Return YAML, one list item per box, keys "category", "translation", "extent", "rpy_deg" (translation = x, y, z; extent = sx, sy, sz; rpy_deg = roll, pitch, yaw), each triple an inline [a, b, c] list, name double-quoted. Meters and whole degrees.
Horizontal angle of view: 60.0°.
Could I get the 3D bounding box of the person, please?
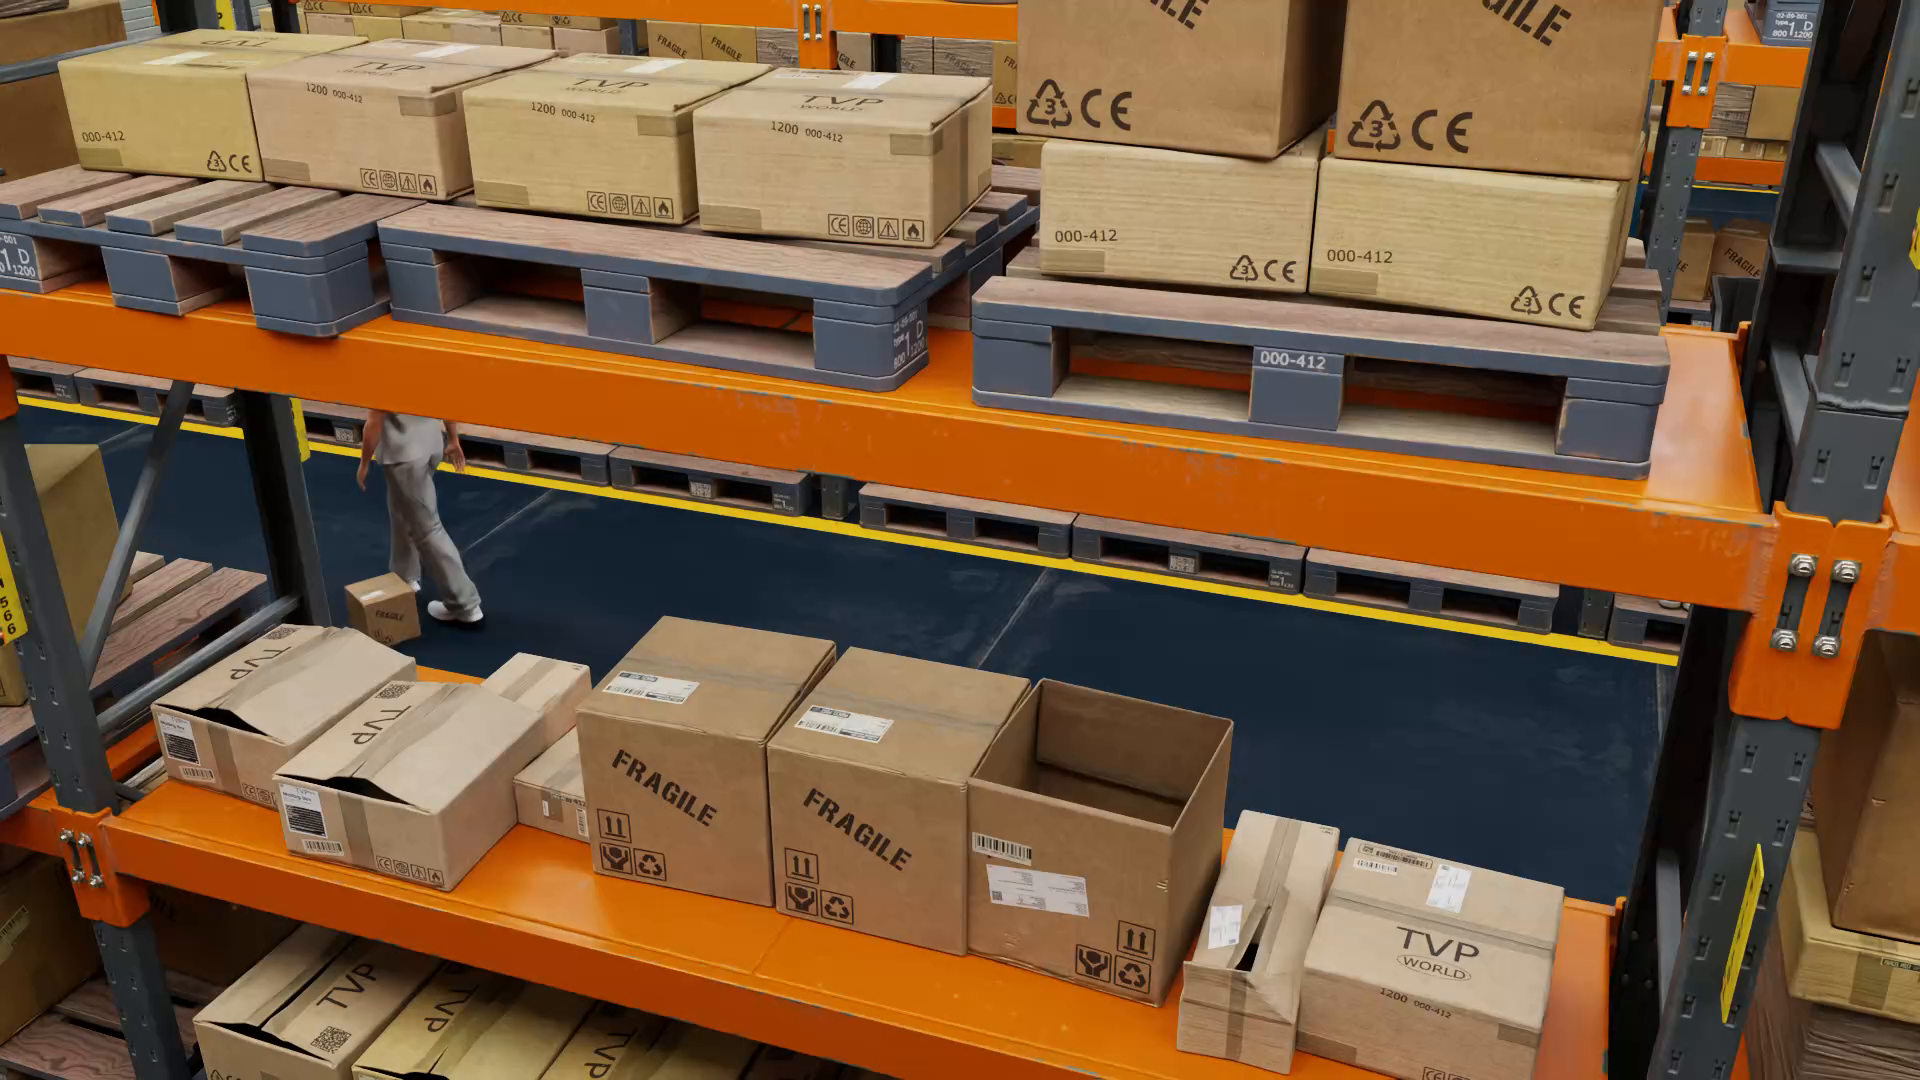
- category: "person"
  translation: [-2.702, -0.392, 7.927]
  extent: [0.814, 1.674, 0.469]
  rpy_deg: [9, 27, 18]
